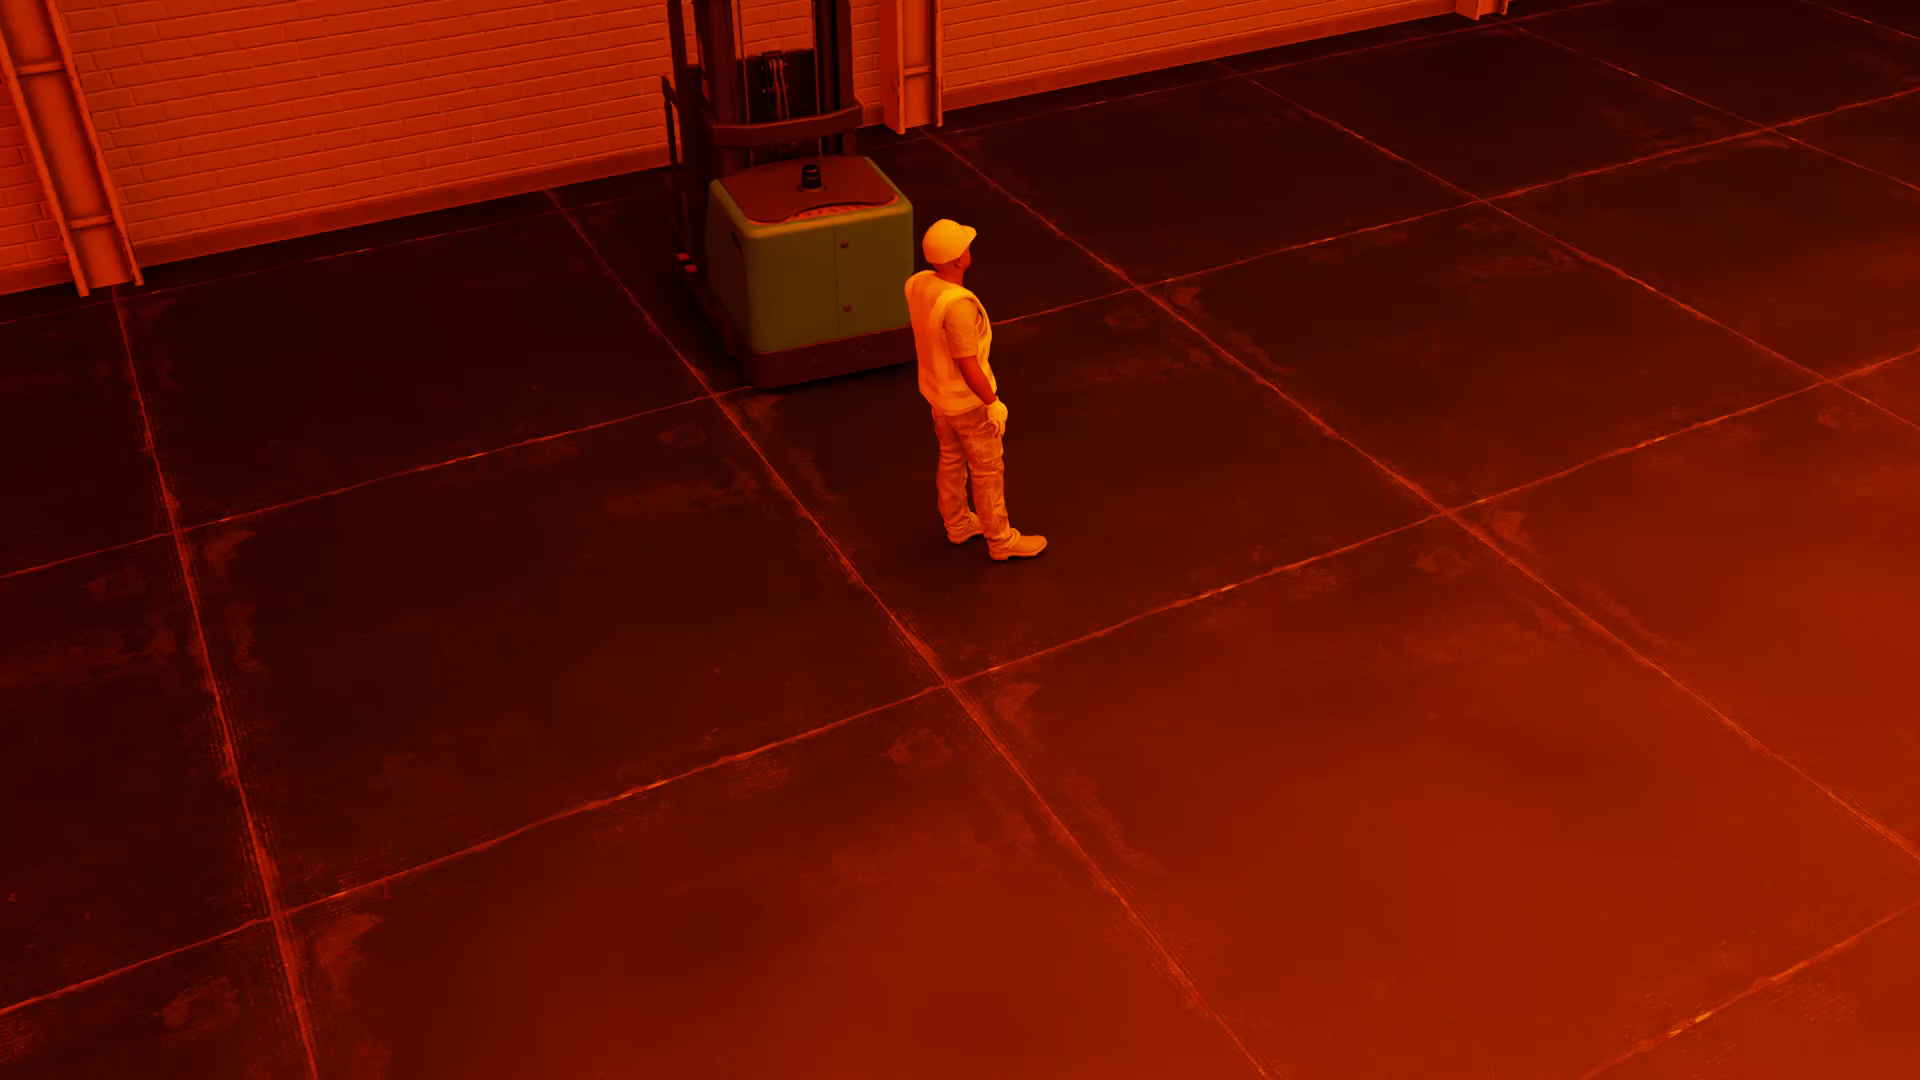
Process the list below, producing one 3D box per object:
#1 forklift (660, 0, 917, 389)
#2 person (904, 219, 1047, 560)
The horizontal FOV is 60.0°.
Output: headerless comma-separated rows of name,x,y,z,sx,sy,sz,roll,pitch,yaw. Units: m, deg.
forklift,-1.281,-2.934,10.273,1.130,2.935,3.031,-13,37,-18
person,0.067,-0.749,8.165,0.577,1.781,0.656,-17,39,-23
